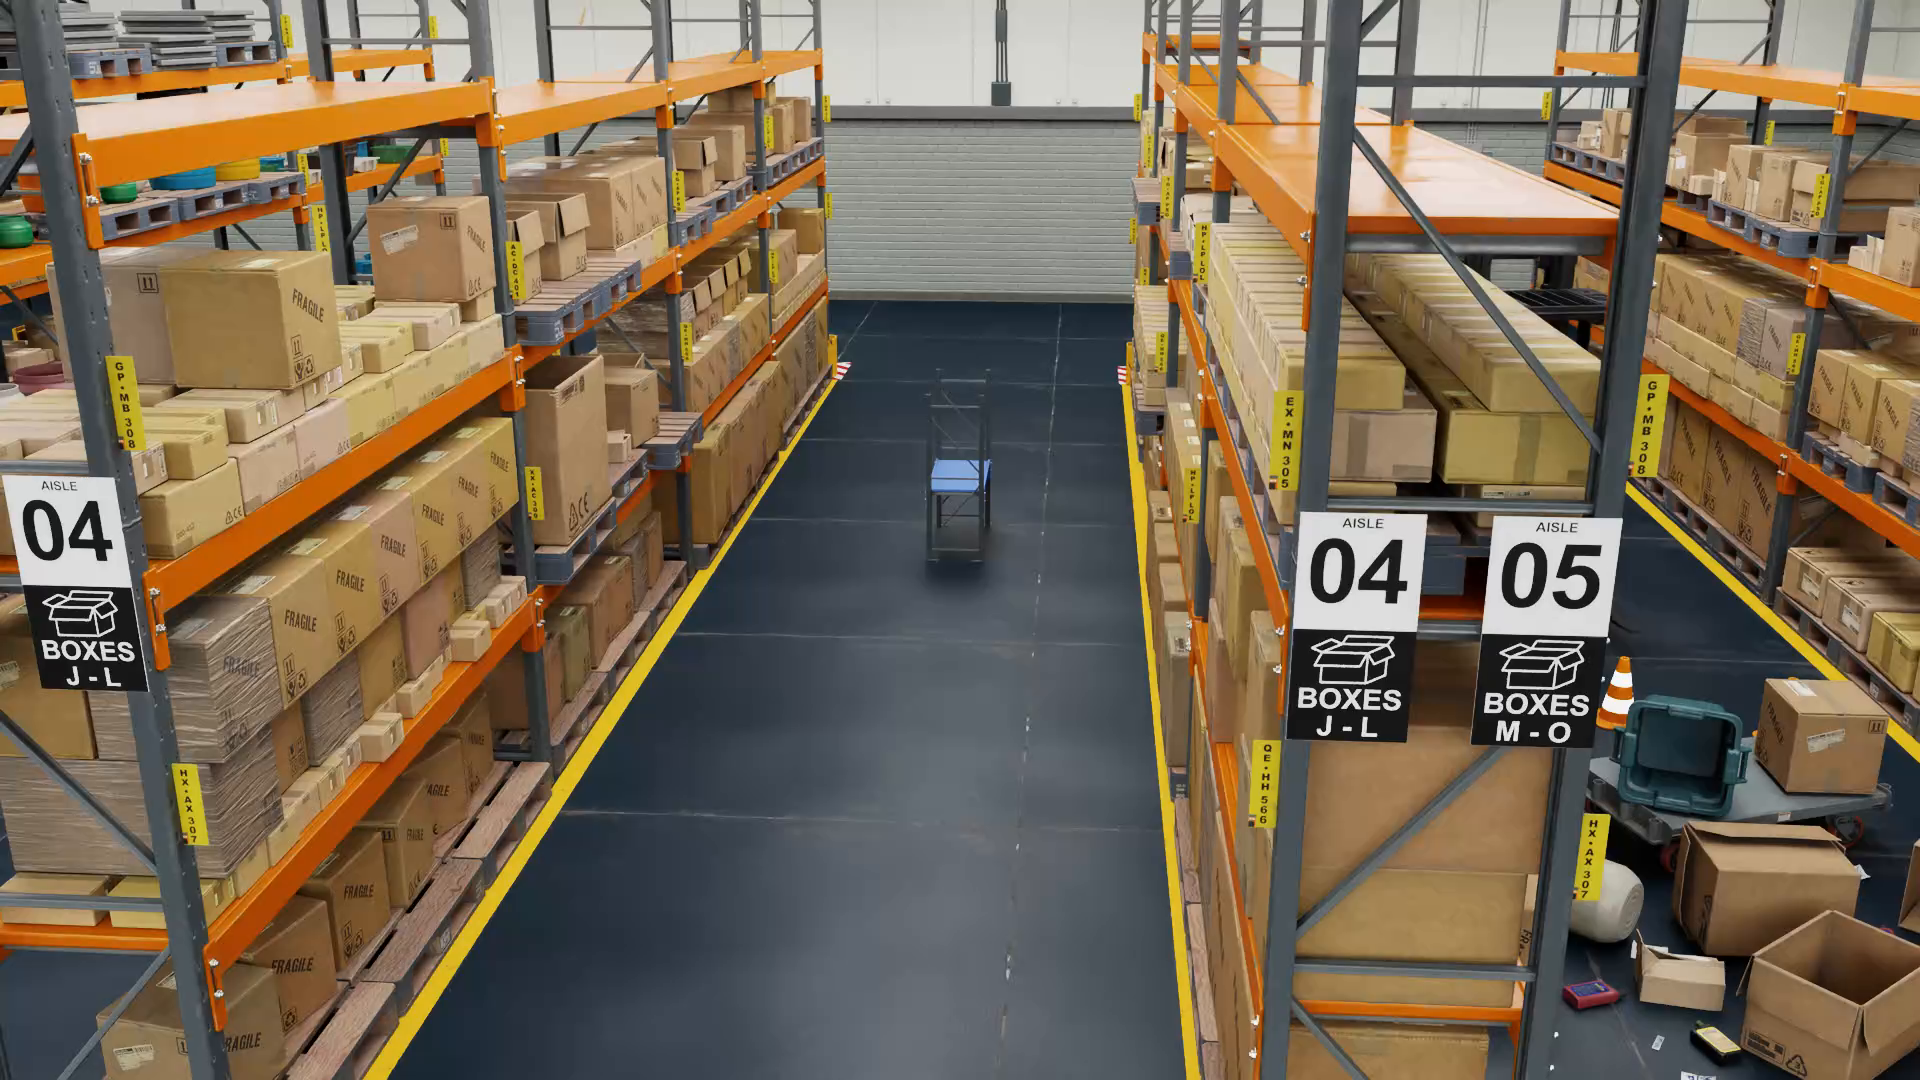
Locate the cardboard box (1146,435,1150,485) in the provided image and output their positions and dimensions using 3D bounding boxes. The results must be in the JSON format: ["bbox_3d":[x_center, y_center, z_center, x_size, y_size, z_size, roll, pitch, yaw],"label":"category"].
[{"bbox_3d":[2.086,-0.840,16.337,0.500,0.500,0.500,2,18,6],"label":"cardboard box"}]

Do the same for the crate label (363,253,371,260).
[{"bbox_3d":[-7.500,-3.591,21.565,0.416,0.233,0.303,1,18,4],"label":"crate label"}]

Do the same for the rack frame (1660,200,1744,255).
[{"bbox_3d":[7.384,-2.137,16.956,1.000,3.000,0.127,1,18,4],"label":"rack frame"}]

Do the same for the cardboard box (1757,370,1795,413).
[{"bbox_3d":[6.879,-1.218,13.587,0.500,0.250,0.500,1,18,4],"label":"cardboard box"}]

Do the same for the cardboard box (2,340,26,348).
[{"bbox_3d":[-12.452,-2.408,21.491,0.500,0.250,0.500,1,18,4],"label":"cardboard box"}]

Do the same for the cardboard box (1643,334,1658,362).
[{"bbox_3d":[7.089,-1.935,16.580,0.500,0.250,0.500,1,18,3],"label":"cardboard box"}]

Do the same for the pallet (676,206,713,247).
[{"bbox_3d":[-2.794,-2.653,14.016,1.213,0.211,1.003,2,18,6],"label":"pallet"}]

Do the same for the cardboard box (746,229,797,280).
[{"bbox_3d":[-2.135,-3.243,18.888,0.500,0.500,0.500,1,18,2],"label":"cardboard box"}]

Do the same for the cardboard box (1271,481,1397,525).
[{"bbox_3d":[1.265,-0.154,5.653,0.380,0.149,0.250,1,18,4],"label":"cardboard box"}]

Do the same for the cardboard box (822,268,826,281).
[{"bbox_3d":[-1.911,-3.364,21.102,0.380,0.149,0.250,2,18,5],"label":"cardboard box"}]

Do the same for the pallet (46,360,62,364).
[{"bbox_3d":[-12.156,-2.227,21.707,1.003,0.211,1.213,1,18,4],"label":"pallet"}]

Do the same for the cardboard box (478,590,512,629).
[{"bbox_3d":[-2.823,0.396,9.627,0.380,0.149,0.250,1,18,4],"label":"cardboard box"}]

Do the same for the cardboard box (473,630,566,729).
[{"bbox_3d":[-3.008,0.915,10.950,0.700,0.500,0.500,0,18,0],"label":"cardboard box"}]

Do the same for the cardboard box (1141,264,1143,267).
[{"bbox_3d":[2.231,-2.723,18.105,0.500,0.500,0.500,1,18,2],"label":"cardboard box"}]

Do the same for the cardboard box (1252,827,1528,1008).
[{"bbox_3d":[1.561,1.323,6.155,0.875,0.550,0.550,1,18,4],"label":"cardboard box"}]

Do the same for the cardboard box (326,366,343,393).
[{"bbox_3d":[-3.012,-0.737,7.467,0.380,0.149,0.250,1,18,3],"label":"cardboard box"}]

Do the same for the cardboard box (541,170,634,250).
[{"bbox_3d":[-2.648,-2.360,11.855,0.500,0.500,0.500,2,18,5],"label":"cardboard box"}]

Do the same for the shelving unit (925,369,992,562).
[{"bbox_3d":[-0.006,-0.686,14.936,0.538,1.500,1.048,1,18,4],"label":"shelving unit"}]

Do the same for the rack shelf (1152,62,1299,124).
[{"bbox_3d":[2.296,-3.914,14.542,1.077,0.370,4.000,1,18,4],"label":"rack shelf"}]

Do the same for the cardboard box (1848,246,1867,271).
[{"bbox_3d":[6.905,-2.107,12.450,0.380,0.149,0.250,1,18,4],"label":"cardboard box"}]

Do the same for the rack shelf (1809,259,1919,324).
[{"bbox_3d":[6.954,-1.358,10.914,1.077,0.370,4.000,1,18,4],"label":"rack shelf"}]

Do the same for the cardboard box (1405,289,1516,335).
[{"bbox_3d":[2.013,-0.913,6.690,0.380,0.149,0.250,1,18,3],"label":"cardboard box"}]

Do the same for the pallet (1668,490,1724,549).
[{"bbox_3d":[7.319,-0.191,15.494,1.003,0.211,1.213,1,18,4],"label":"pallet"}]

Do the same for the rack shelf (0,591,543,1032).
[{"bbox_3d":[-3.217,1.089,8.265,1.077,0.370,4.000,1,18,4],"label":"rack shelf"}]

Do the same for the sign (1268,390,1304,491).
[{"bbox_3d":[1.039,-0.315,5.281,0.100,0.325,0.005,1,18,4],"label":"sign"}]

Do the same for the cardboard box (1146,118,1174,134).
[{"bbox_3d":[2.254,-4.582,18.398,0.380,0.149,0.250,1,18,3],"label":"cardboard box"}]

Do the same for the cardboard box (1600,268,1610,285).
[{"bbox_3d":[7.187,-2.970,17.731,0.500,0.500,0.500,1,18,3],"label":"cardboard box"}]

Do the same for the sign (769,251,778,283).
[{"bbox_3d":[-1.958,-2.862,17.435,0.100,0.325,0.005,1,18,4],"label":"sign"}]

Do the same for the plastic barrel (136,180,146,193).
[{"bbox_3d":[-7.751,-3.471,15.314,0.433,0.535,0.433,0,18,0],"label":"plastic barrel"}]

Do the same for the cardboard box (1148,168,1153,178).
[{"bbox_3d":[2.205,-3.729,17.237,0.500,0.250,0.500,2,18,5],"label":"cardboard box"}]

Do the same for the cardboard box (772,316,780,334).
[{"bbox_3d":[-2.147,-2.324,17.928,0.380,0.149,0.250,1,18,4],"label":"cardboard box"}]

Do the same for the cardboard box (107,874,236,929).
[{"bbox_3d":[-3.102,1.404,6.550,0.380,0.149,0.250,1,18,4],"label":"cardboard box"}]

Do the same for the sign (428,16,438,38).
[{"bbox_3d":[-6.604,-6.402,20.854,0.100,0.325,0.005,1,18,4],"label":"sign"}]

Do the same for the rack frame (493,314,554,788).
[{"bbox_3d":[-3.074,0.126,10.048,1.000,3.000,0.127,1,18,4],"label":"rack frame"}]

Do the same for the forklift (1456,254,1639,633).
[{"bbox_3d":[4.596,-0.954,13.454,1.130,2.935,3.031,-2,18,-5],"label":"forklift"}]

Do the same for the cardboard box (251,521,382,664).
[{"bbox_3d":[-2.972,0.229,7.490,0.500,0.500,0.500,1,18,4],"label":"cardboard box"}]

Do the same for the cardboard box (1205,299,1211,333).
[{"bbox_3d":[1.501,-1.180,8.784,0.380,0.149,0.250,1,18,3],"label":"cardboard box"}]

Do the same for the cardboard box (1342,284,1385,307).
[{"bbox_3d":[2.013,-1.004,7.607,0.500,0.250,0.500,1,18,3],"label":"cardboard box"}]

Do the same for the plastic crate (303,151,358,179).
[{"bbox_3d":[-7.078,-4.212,18.681,0.497,0.269,0.590,1,18,4],"label":"plastic crate"}]

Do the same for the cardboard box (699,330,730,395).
[{"bbox_3d":[-2.413,-1.628,15.241,0.500,0.500,0.500,1,18,3],"label":"cardboard box"}]

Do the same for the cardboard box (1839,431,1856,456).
[{"bbox_3d":[6.769,-0.708,12.321,0.380,0.149,0.250,0,18,0],"label":"cardboard box"}]

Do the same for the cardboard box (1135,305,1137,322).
[{"bbox_3d":[1.936,-2.246,16.537,0.380,0.149,0.250,1,18,3],"label":"cardboard box"}]

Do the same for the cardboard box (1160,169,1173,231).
[{"bbox_3d":[2.003,-2.941,14.431,0.500,0.500,0.500,1,18,4],"label":"cardboard box"}]

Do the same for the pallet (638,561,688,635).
[{"bbox_3d":[-2.845,0.451,13.533,1.003,0.211,1.213,1,18,4],"label":"pallet"}]

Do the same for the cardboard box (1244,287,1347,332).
[{"bbox_3d":[1.357,-0.929,6.738,0.380,0.149,0.250,1,18,3],"label":"cardboard box"}]

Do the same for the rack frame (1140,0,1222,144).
[{"bbox_3d":[2.726,-6.310,20.055,1.000,3.000,0.127,1,18,4],"label":"rack frame"}]

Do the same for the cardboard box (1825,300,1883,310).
[{"bbox_3d":[7.403,-1.720,13.915,0.500,0.500,0.500,1,18,4],"label":"cardboard box"}]

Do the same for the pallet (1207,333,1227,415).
[{"bbox_3d":[1.797,-0.861,8.387,1.003,0.211,1.213,1,18,4],"label":"pallet"}]

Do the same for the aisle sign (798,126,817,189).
[{"bbox_3d":[-1.909,-4.852,21.066,0.394,0.787,0.004,1,18,4],"label":"aisle sign"}]

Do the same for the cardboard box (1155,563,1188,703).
[{"bbox_3d":[1.894,0.643,11.408,1.050,0.750,0.750,1,18,4],"label":"cardboard box"}]

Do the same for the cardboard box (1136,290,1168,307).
[{"bbox_3d":[1.939,-2.381,16.472,0.380,0.149,0.250,2,18,5],"label":"cardboard box"}]

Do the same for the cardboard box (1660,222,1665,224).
[{"bbox_3d":[7.771,-3.379,17.936,0.380,0.149,0.250,1,18,2],"label":"cardboard box"}]
